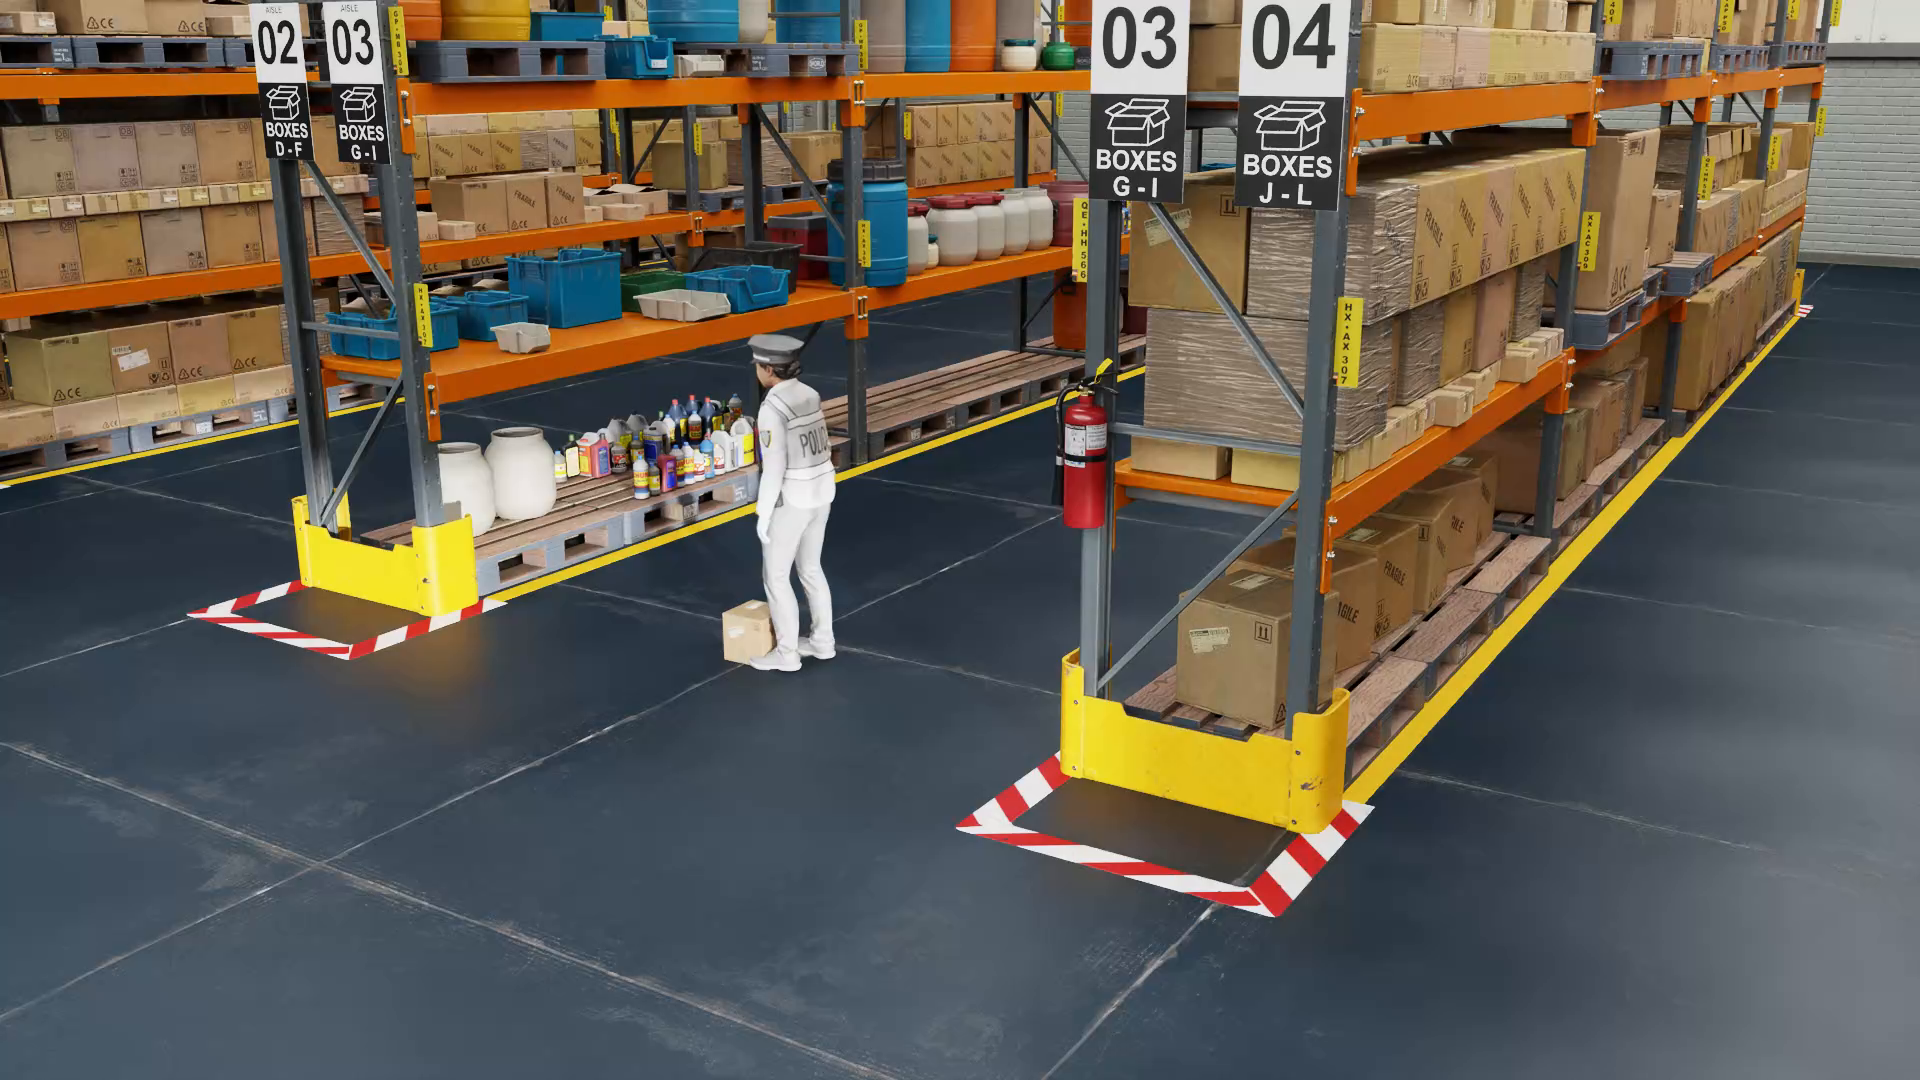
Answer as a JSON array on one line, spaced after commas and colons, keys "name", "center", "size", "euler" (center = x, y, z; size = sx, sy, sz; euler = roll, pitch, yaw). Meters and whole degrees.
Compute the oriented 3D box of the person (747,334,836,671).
[{"name": "person", "center": [-0.834, -0.169, 8.115], "size": [0.415, 1.659, 0.544], "euler": [8, 18, 27]}]
